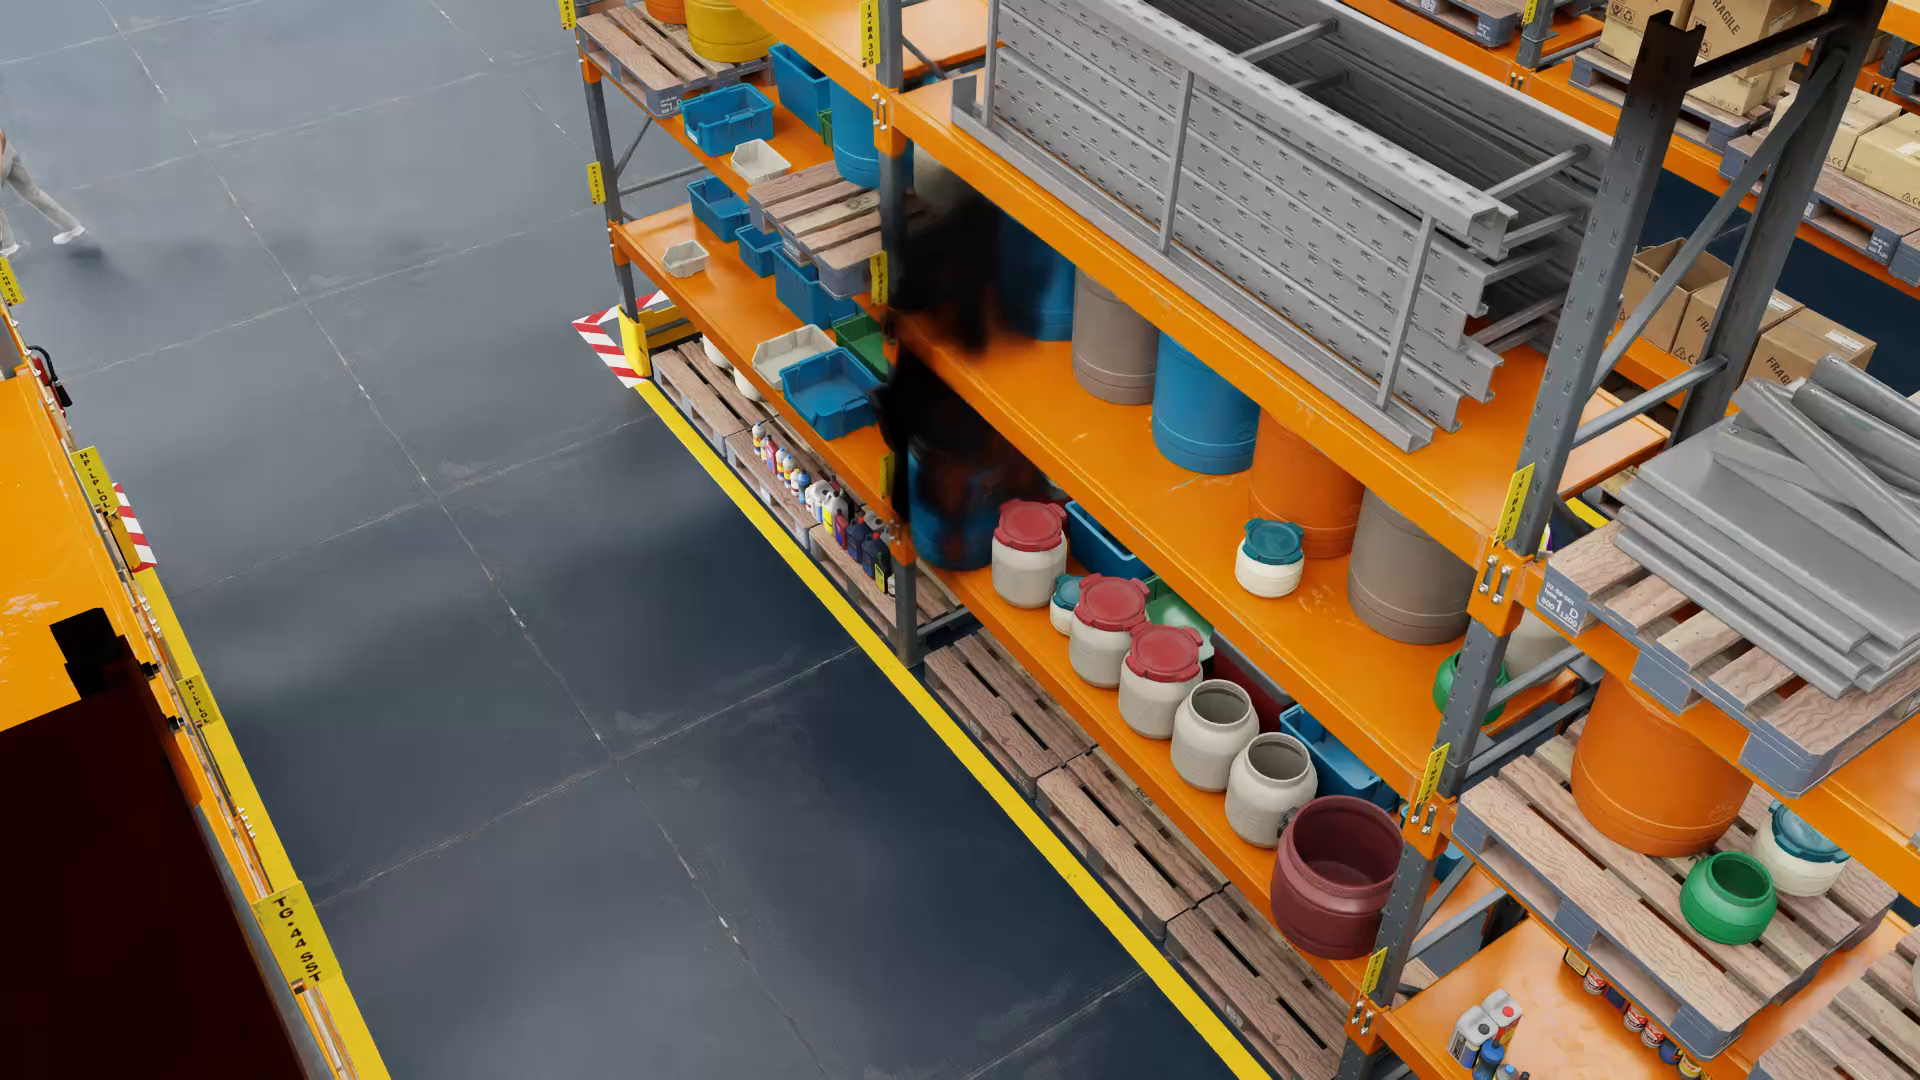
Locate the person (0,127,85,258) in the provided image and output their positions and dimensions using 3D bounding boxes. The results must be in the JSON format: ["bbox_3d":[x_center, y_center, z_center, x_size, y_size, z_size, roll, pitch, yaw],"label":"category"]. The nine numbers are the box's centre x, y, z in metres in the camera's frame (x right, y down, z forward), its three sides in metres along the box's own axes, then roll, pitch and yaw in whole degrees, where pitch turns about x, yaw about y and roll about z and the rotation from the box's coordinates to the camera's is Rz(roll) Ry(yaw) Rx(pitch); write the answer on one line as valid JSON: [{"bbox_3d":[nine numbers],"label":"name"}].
[{"bbox_3d":[-7.994,-3.118,13.899,0.826,1.716,0.540,-3,43,-3],"label":"person"}]

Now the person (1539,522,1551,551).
[{"bbox_3d":[3.062,0.335,9.702,0.696,1.732,0.558,-31,51,-29],"label":"person"}]

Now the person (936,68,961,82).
[{"bbox_3d":[-6.415,-0.006,10.321,12.407,1.920,15.763,2,43,2],"label":"person"}]
